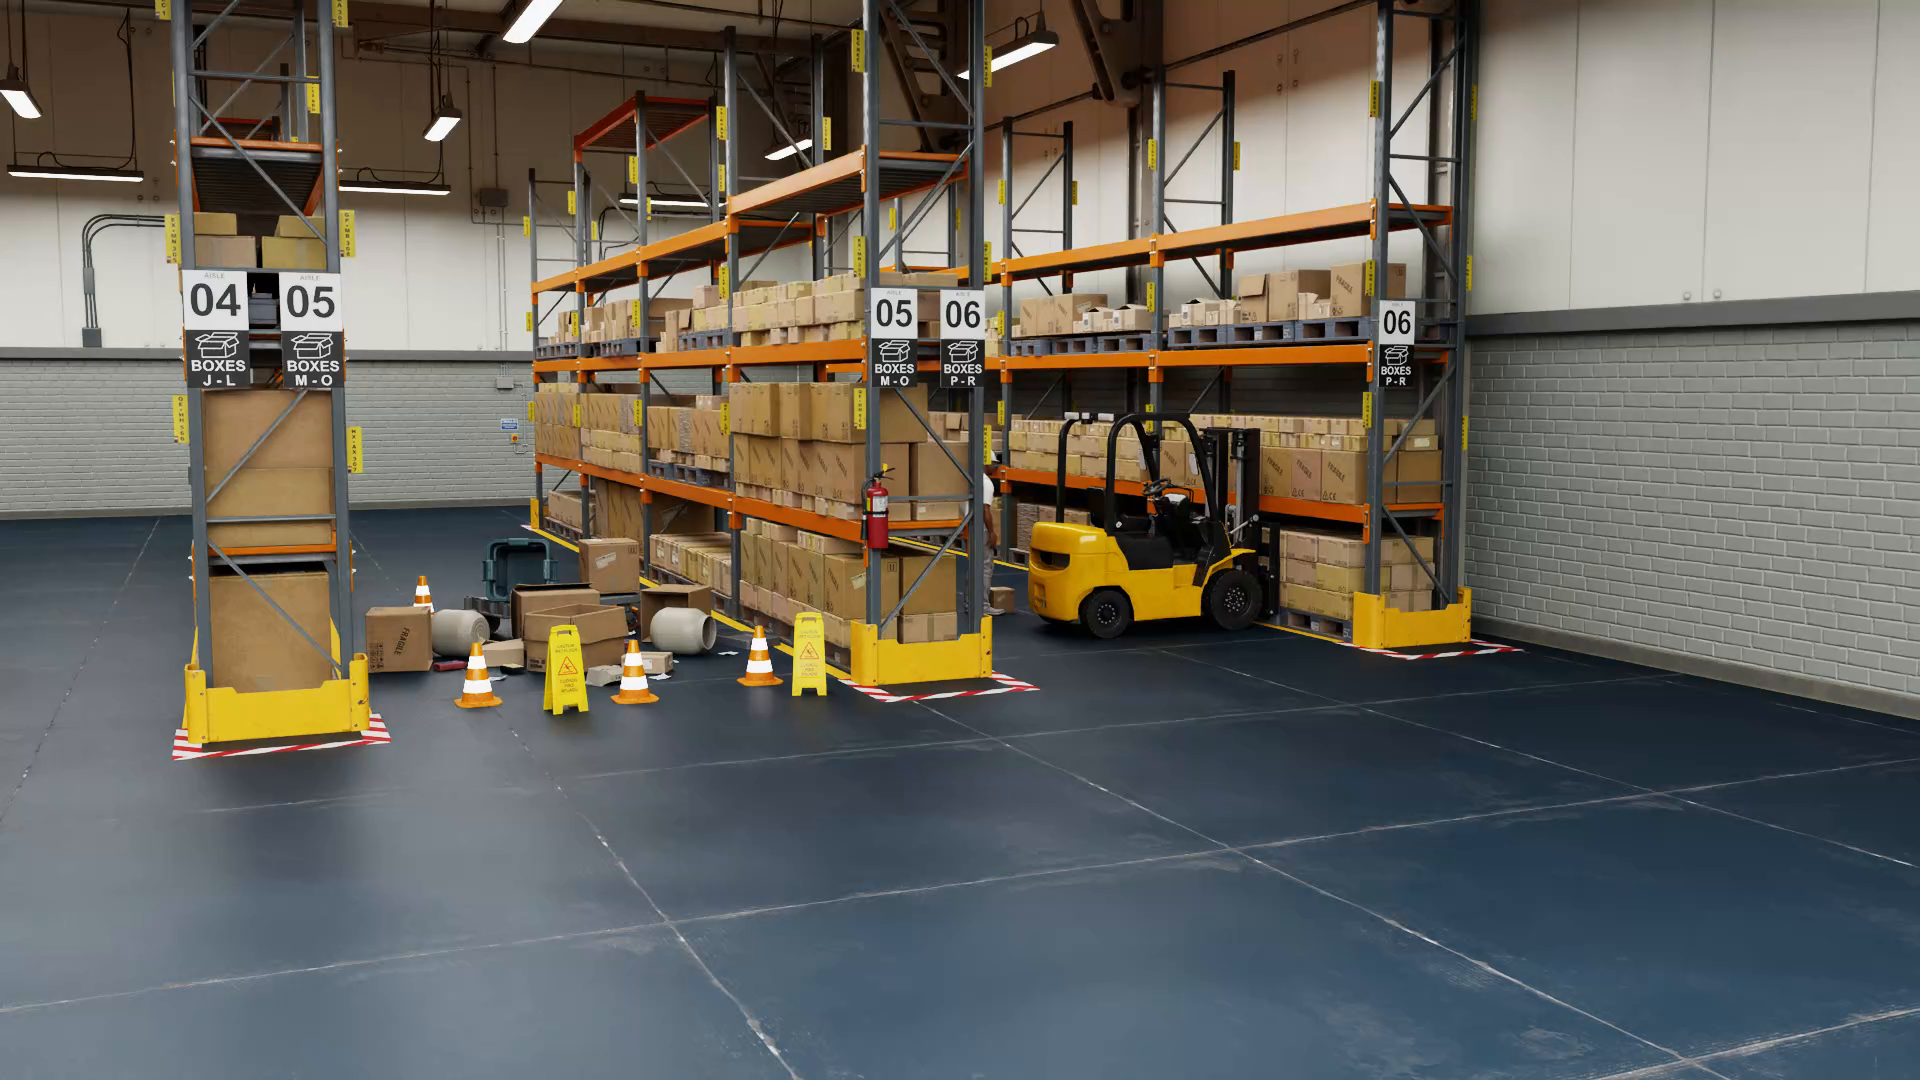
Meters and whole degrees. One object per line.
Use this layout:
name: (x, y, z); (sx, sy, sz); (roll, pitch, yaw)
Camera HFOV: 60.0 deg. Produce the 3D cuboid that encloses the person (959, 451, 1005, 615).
person: (0.216, -0.092, 17.672); (0.461, 1.756, 0.626); (-2, 6, -24)
